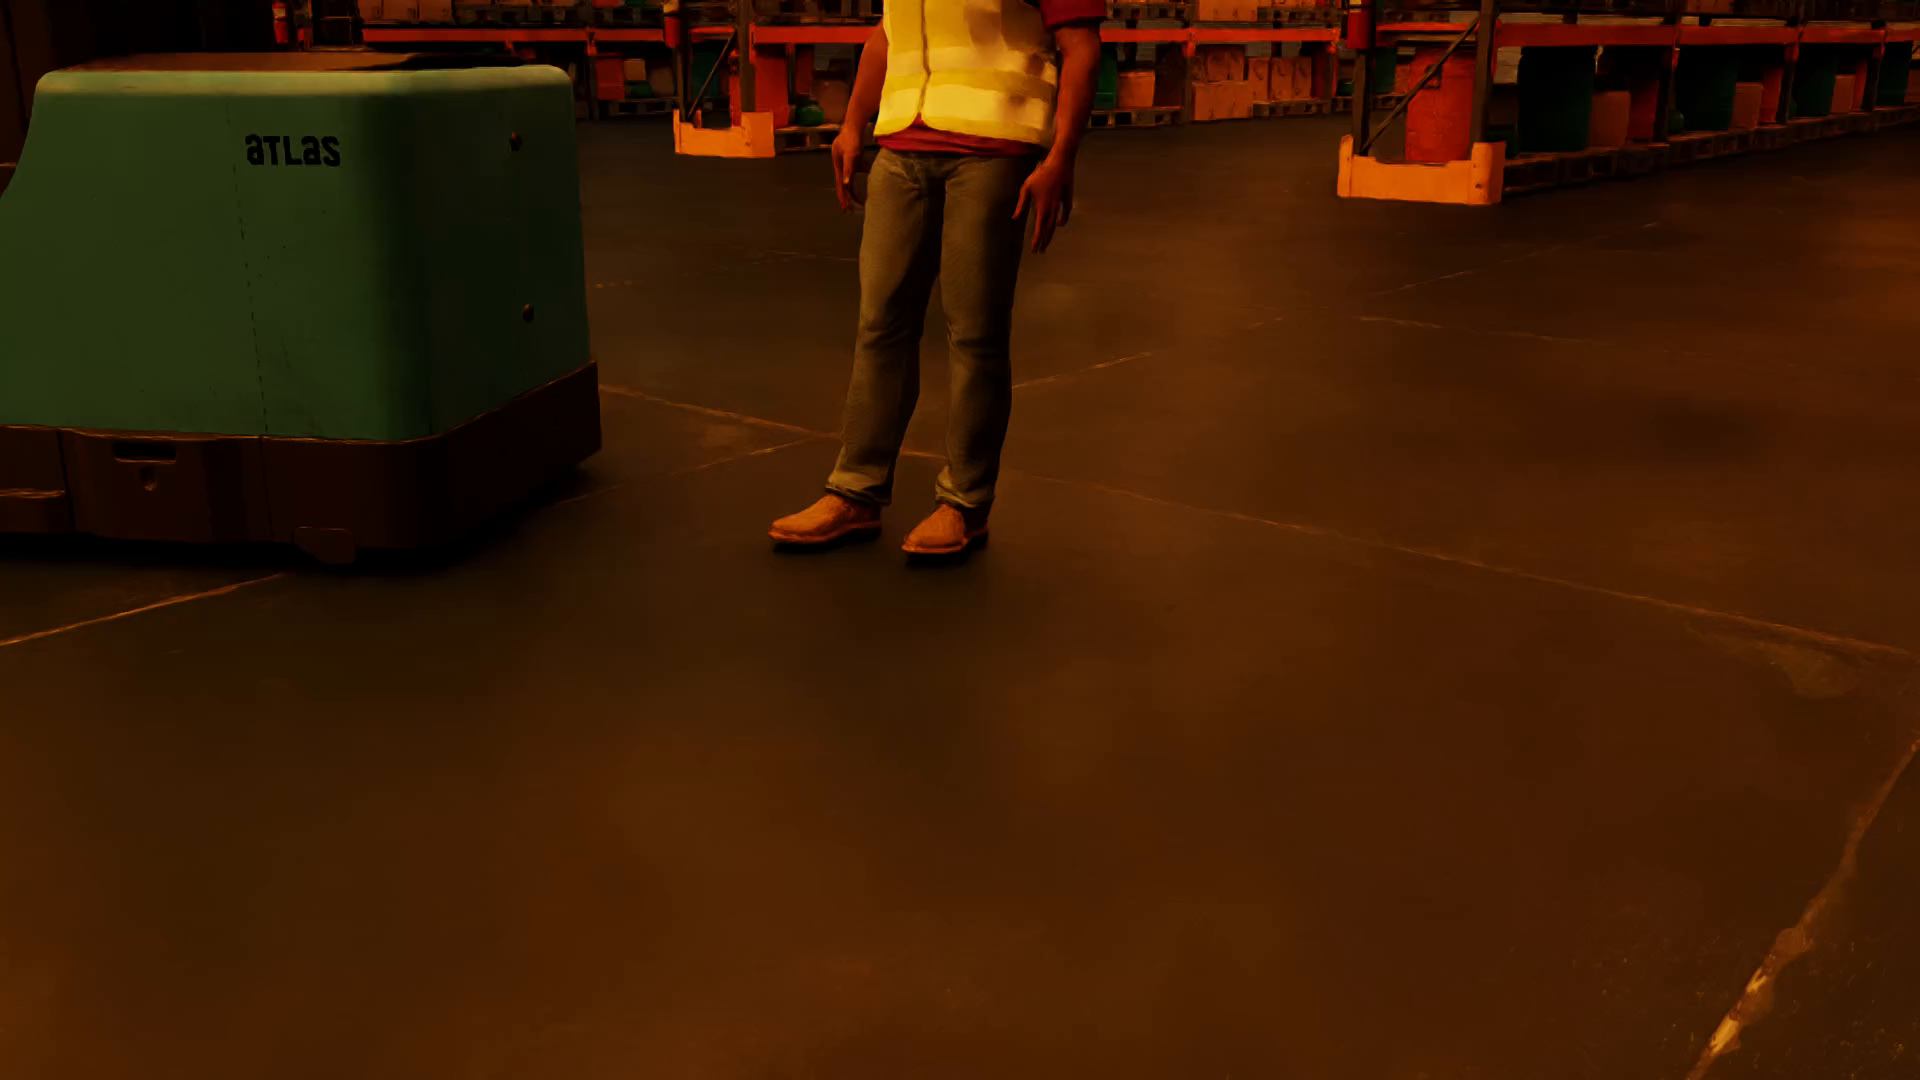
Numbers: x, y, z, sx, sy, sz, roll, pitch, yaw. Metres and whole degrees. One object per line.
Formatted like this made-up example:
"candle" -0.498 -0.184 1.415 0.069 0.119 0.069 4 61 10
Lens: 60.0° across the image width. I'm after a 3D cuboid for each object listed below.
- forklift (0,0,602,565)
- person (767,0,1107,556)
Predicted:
"forklift" -2.541 -1.536 3.955 3.031 2.935 1.130 3 17 10
"person" -0.048 -0.837 3.635 0.665 1.766 0.576 13 21 37
